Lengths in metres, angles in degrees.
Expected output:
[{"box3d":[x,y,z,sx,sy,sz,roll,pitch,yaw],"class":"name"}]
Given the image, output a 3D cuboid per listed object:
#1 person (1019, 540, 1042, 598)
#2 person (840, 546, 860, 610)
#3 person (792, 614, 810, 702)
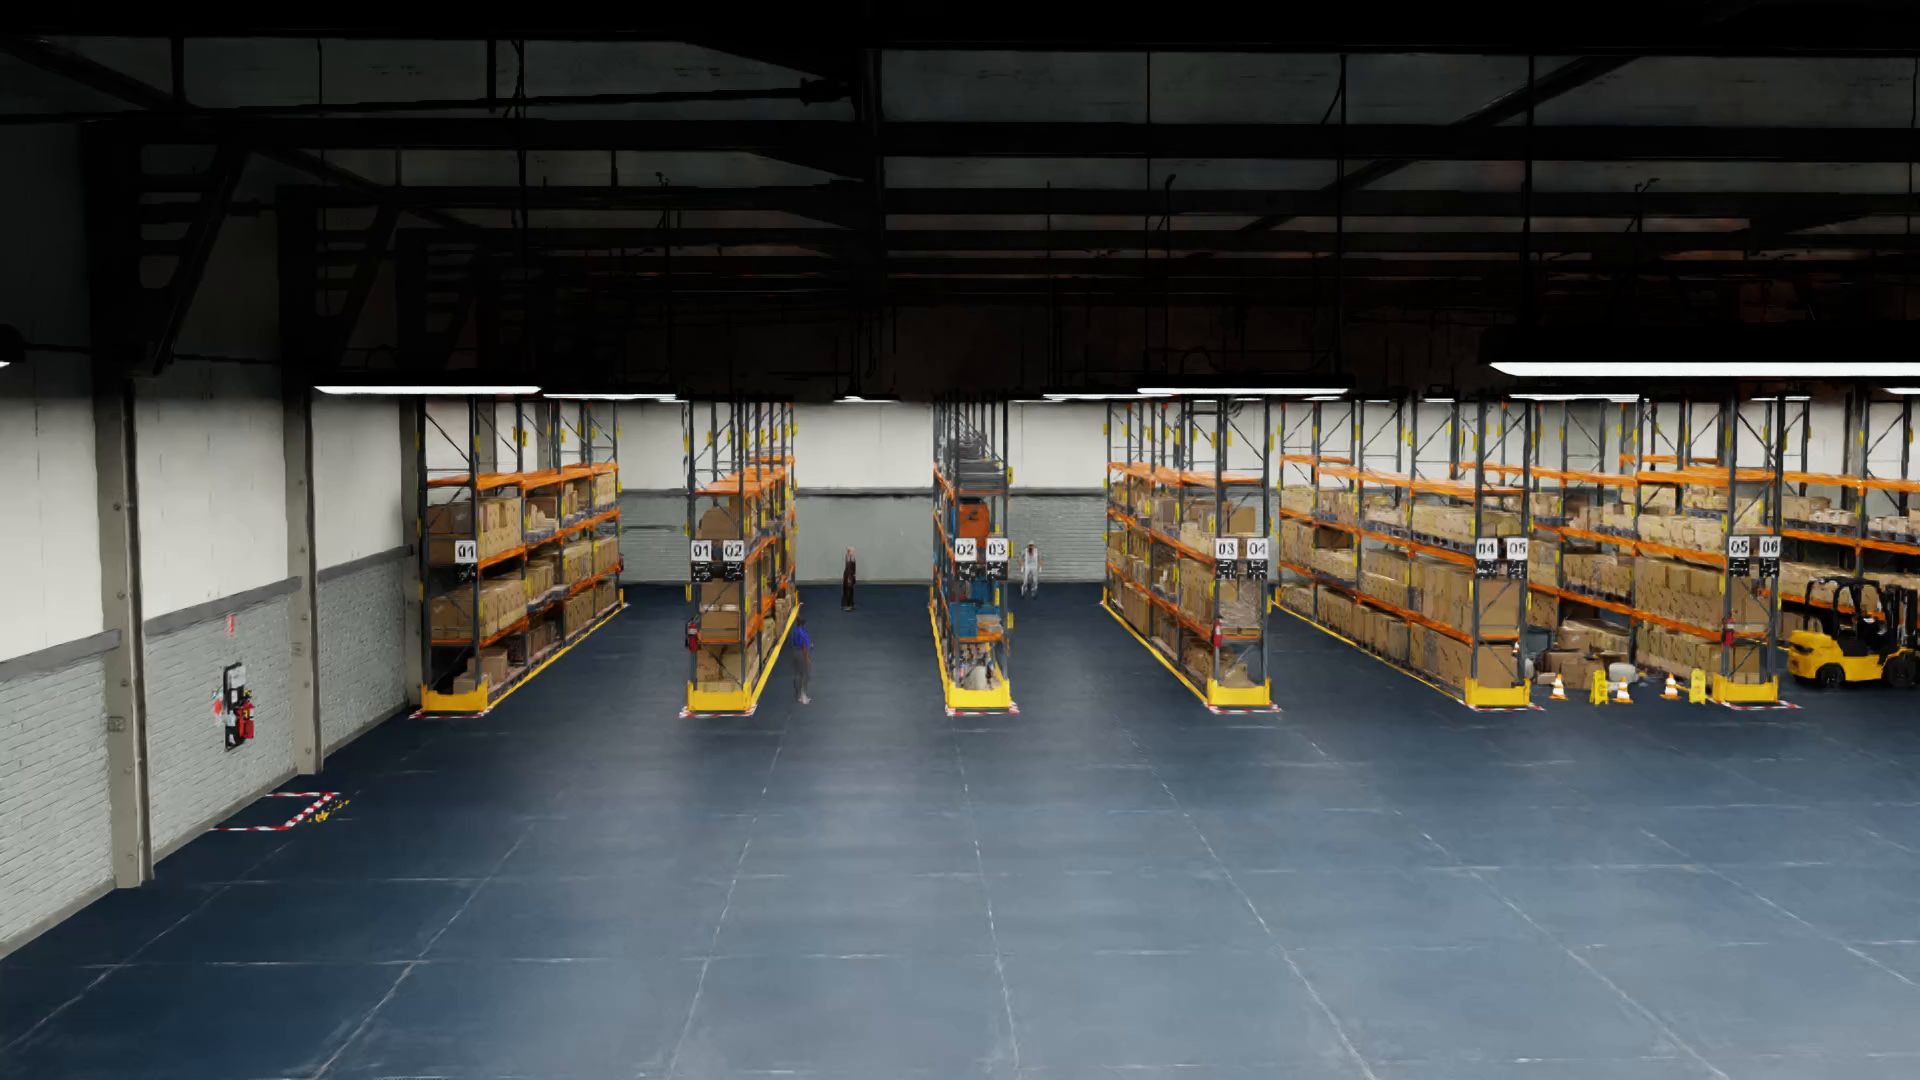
[{"box3d":[2.075,0.863,49.060,0.663,1.742,0.489,0,5,-4],"class":"person"},{"box3d":[-3.066,1.144,46.332,0.527,1.582,0.664,0,5,1],"class":"person"},{"box3d":[-3.051,2.305,32.187,0.359,1.710,0.526,-3,5,-31],"class":"person"}]
